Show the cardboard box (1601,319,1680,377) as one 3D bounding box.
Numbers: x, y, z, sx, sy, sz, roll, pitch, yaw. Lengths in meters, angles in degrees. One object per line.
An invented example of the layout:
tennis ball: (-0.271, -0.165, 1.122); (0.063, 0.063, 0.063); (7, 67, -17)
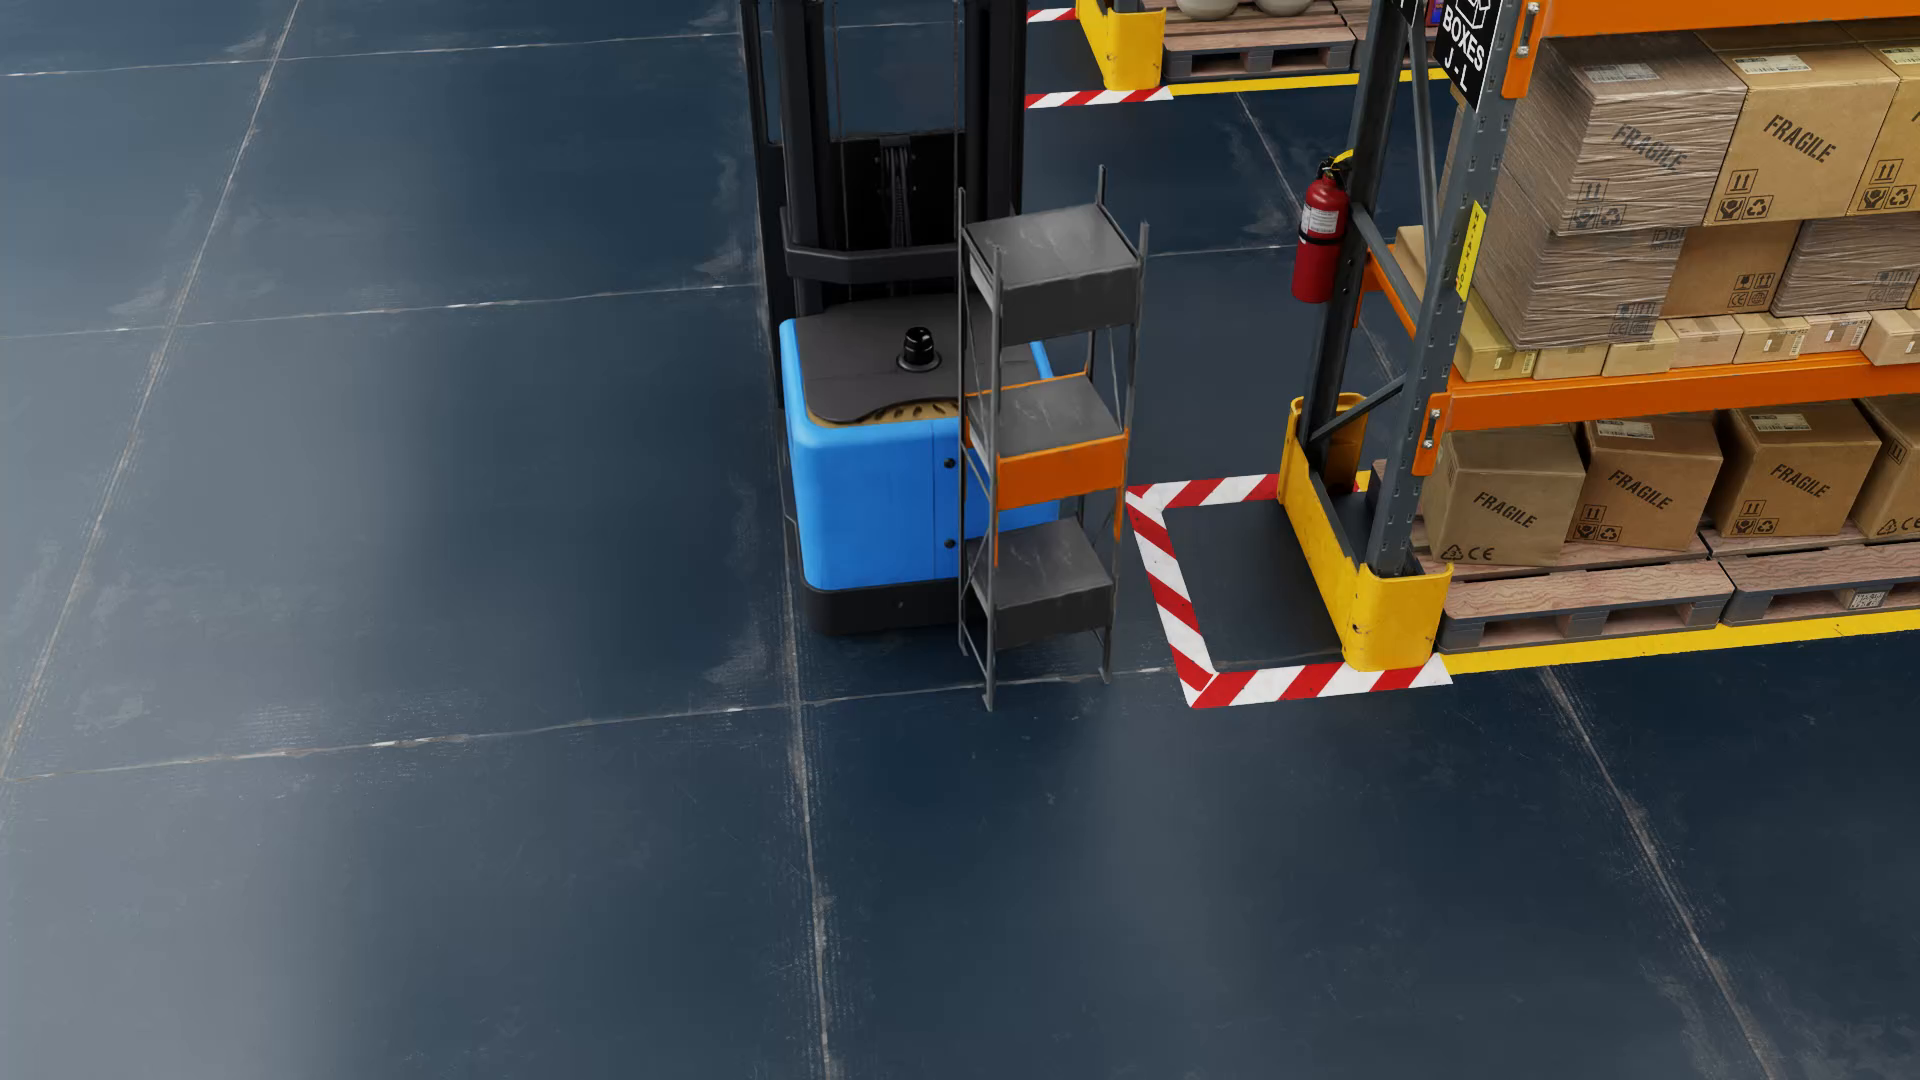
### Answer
cardboard box: (2.399, -0.770, 6.052); (0.250, 0.149, 0.380); (-5, 42, -6)

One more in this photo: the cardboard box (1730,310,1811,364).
cardboard box: (2.893, -0.823, 6.110); (0.250, 0.149, 0.380); (-5, 42, -6)

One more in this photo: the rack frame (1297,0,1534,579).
rack frame: (1.585, -0.976, 6.093); (0.127, 3.000, 1.000); (-5, 42, -6)

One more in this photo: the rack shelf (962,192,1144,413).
rack shelf: (0.294, -0.792, 5.536); (0.480, 0.518, 0.431); (-12, 43, -13)

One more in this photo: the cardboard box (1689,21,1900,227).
cardboard box: (2.663, -1.401, 5.520); (0.500, 0.500, 0.500); (-5, 42, -6)

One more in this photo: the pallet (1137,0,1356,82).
pallet: (1.819, -3.335, 10.790); (1.213, 0.211, 1.003); (-5, 42, -6)

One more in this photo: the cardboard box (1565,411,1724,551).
cardboard box: (2.795, -0.322, 6.920); (0.500, 0.500, 0.500); (5, 42, 6)

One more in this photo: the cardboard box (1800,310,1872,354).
cardboard box: (3.138, -0.862, 6.154); (0.250, 0.149, 0.380); (-5, 42, -6)

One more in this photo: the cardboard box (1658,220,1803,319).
cardboard box: (2.615, -1.276, 6.129); (0.500, 0.500, 0.875); (-5, 42, -6)

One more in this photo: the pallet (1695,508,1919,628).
pallet: (3.678, -0.098, 7.201); (1.213, 0.211, 1.003); (-5, 42, -6)

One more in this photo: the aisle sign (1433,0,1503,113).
aisle sign: (1.563, -1.737, 4.995); (0.004, 0.787, 0.394); (-5, 42, -6)

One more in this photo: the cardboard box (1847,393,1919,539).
cardboard box: (3.977, -0.382, 6.987); (0.500, 0.500, 0.500); (-9, 43, -9)

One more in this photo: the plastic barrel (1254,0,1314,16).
plastic barrel: (2.083, -3.649, 10.600); (0.421, 0.512, 0.421); (0, 42, 0)

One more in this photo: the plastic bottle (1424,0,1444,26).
plastic bottle: (3.008, -3.378, 10.455); (0.133, 0.283, 0.061); (-4, 42, -5)

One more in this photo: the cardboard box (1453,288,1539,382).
cardboard box: (1.899, -0.749, 6.029); (0.250, 0.149, 0.380); (-5, 42, -6)

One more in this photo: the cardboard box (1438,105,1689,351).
cardboard box: (2.134, -1.153, 5.992); (0.500, 0.500, 0.875); (-5, 42, -6)

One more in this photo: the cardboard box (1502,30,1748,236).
cardboard box: (2.166, -1.362, 5.477); (0.500, 0.500, 0.500); (-5, 42, -6)

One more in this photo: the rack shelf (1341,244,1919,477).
rack shelf: (3.569, -0.883, 6.526); (4.000, 0.370, 1.077); (-5, 42, -6)

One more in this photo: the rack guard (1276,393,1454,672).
rack guard: (1.661, -0.055, 6.937); (0.348, 0.500, 1.175); (-5, 42, -6)

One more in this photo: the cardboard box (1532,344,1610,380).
cardboard box: (2.149, -0.758, 6.039); (0.250, 0.149, 0.380); (-5, 42, -6)

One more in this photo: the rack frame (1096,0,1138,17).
rack frame: (0.943, -4.266, 9.739); (0.127, 3.000, 1.000); (-5, 42, -6)

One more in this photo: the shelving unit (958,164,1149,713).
shelving unit: (0.294, -0.282, 5.995); (0.503, 2.100, 0.431); (-12, 43, -13)

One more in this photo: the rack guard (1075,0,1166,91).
rack guard: (1.013, -3.375, 10.619); (0.348, 0.500, 1.175); (-5, 42, -6)

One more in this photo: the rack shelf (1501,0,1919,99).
rack shelf: (3.569, -1.997, 5.522); (4.000, 0.370, 1.077); (-5, 42, -6)

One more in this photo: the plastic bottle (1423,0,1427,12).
plastic bottle: (2.884, -3.349, 10.484); (0.097, 0.201, 0.097); (0, 42, 0)

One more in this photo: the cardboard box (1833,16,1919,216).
cardboard box: (3.158, -1.445, 5.569); (0.500, 0.500, 0.500); (-5, 42, -6)

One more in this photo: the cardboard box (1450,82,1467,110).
cardboard box: (2.099, -1.707, 5.860); (0.500, 0.500, 0.500); (-5, 42, -6)

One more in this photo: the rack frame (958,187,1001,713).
rack frame: (0.061, -0.233, 5.941); (0.015, 2.100, 0.400); (-12, 43, -13)

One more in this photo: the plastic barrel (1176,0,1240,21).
plastic barrel: (1.586, -3.606, 10.552); (0.421, 0.512, 0.421); (0, 42, 0)

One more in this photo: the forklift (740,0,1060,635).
forklift: (-0.325, -1.694, 6.940); (1.130, 2.935, 3.031); (-6, 42, -6)

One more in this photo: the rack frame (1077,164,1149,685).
rack frame: (0.526, -0.331, 6.050); (0.015, 2.100, 0.400); (-12, 43, -13)

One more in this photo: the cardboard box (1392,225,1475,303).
cardboard box: (1.841, -1.045, 6.356); (0.250, 0.149, 0.380); (-5, 42, -6)

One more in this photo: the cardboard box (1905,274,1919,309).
cardboard box: (3.613, -1.327, 6.185); (0.500, 0.500, 0.875); (-5, 42, -6)

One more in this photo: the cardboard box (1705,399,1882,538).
cardboard box: (3.418, -0.363, 6.966); (0.500, 0.500, 0.500); (-1, 42, -2)

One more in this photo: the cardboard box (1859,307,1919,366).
cardboard box: (3.399, -0.815, 6.102); (0.250, 0.149, 0.380); (-5, 42, -6)

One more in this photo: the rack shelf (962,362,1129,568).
rack shelf: (0.294, -0.272, 6.005); (0.480, 0.518, 0.431); (-12, 43, -13)

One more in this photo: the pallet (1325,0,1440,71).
pallet: (3.026, -3.439, 10.905); (1.213, 0.211, 1.003); (-5, 42, -6)

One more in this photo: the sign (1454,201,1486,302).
sign: (1.656, -0.937, 5.403); (0.005, 0.325, 0.100); (-5, 42, -6)

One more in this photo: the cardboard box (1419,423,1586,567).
cardboard box: (2.207, -0.247, 6.837); (0.500, 0.500, 0.500); (2, 42, 2)

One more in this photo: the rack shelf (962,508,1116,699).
rack shelf: (0.294, 0.248, 6.473); (0.480, 0.518, 0.431); (-12, 43, -13)

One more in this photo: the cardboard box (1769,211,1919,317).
cardboard box: (3.116, -1.291, 6.145); (0.500, 0.500, 0.875); (-5, 42, -6)

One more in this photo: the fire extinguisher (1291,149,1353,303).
fire extinguisher: (1.412, -1.244, 6.447); (0.183, 0.674, 0.296); (-5, 42, -6)

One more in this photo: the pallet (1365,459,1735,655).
pallet: (2.471, 0.006, 7.086); (1.213, 0.211, 1.003); (-5, 42, -6)

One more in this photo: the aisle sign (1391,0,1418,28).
aisle sign: (1.485, -2.135, 5.437); (0.004, 0.787, 0.394); (-5, 42, -6)

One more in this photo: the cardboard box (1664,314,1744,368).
cardboard box: (2.644, -0.805, 6.091); (0.250, 0.149, 0.380); (-5, 42, -6)
